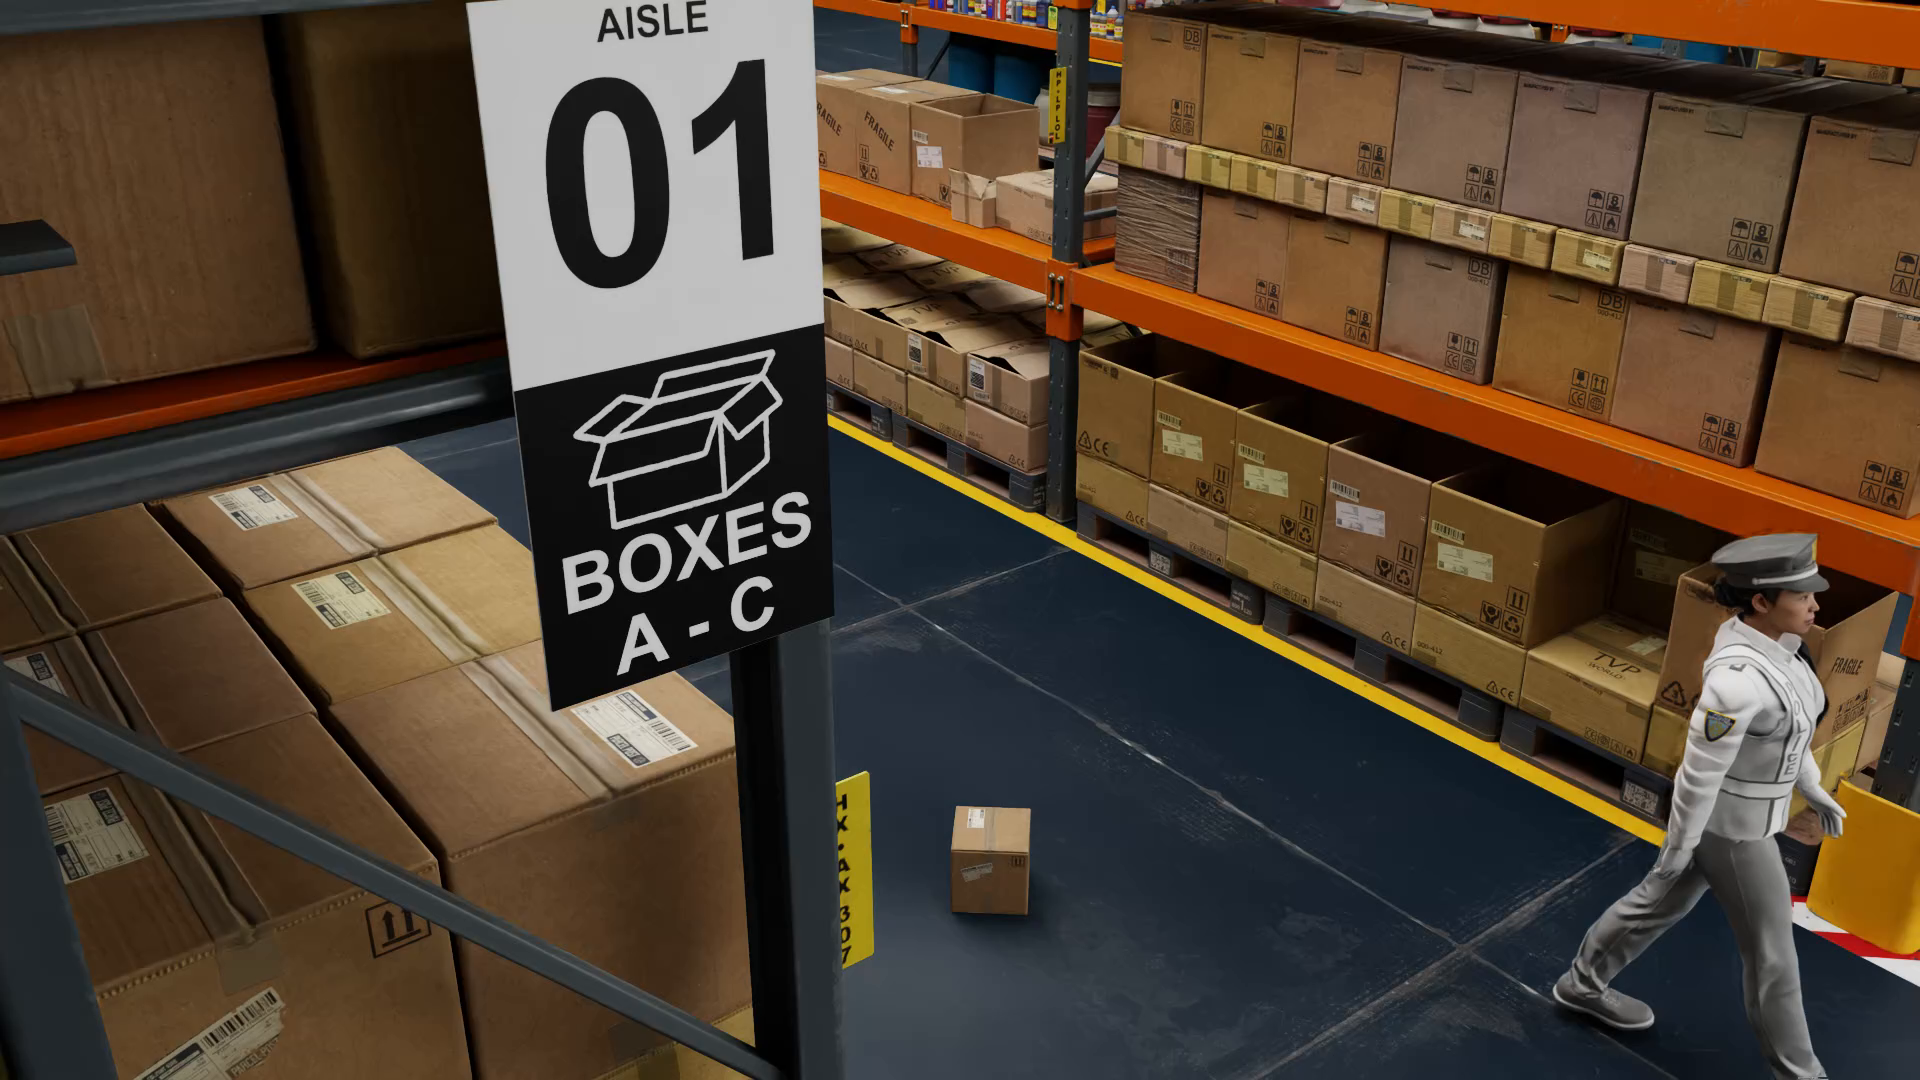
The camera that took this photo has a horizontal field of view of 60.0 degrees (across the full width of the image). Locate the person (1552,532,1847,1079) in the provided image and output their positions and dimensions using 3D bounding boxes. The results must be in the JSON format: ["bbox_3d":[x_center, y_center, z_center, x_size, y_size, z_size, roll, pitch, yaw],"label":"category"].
[{"bbox_3d":[2.173,0.743,4.443,0.907,1.646,0.495,13,28,26],"label":"person"}]
